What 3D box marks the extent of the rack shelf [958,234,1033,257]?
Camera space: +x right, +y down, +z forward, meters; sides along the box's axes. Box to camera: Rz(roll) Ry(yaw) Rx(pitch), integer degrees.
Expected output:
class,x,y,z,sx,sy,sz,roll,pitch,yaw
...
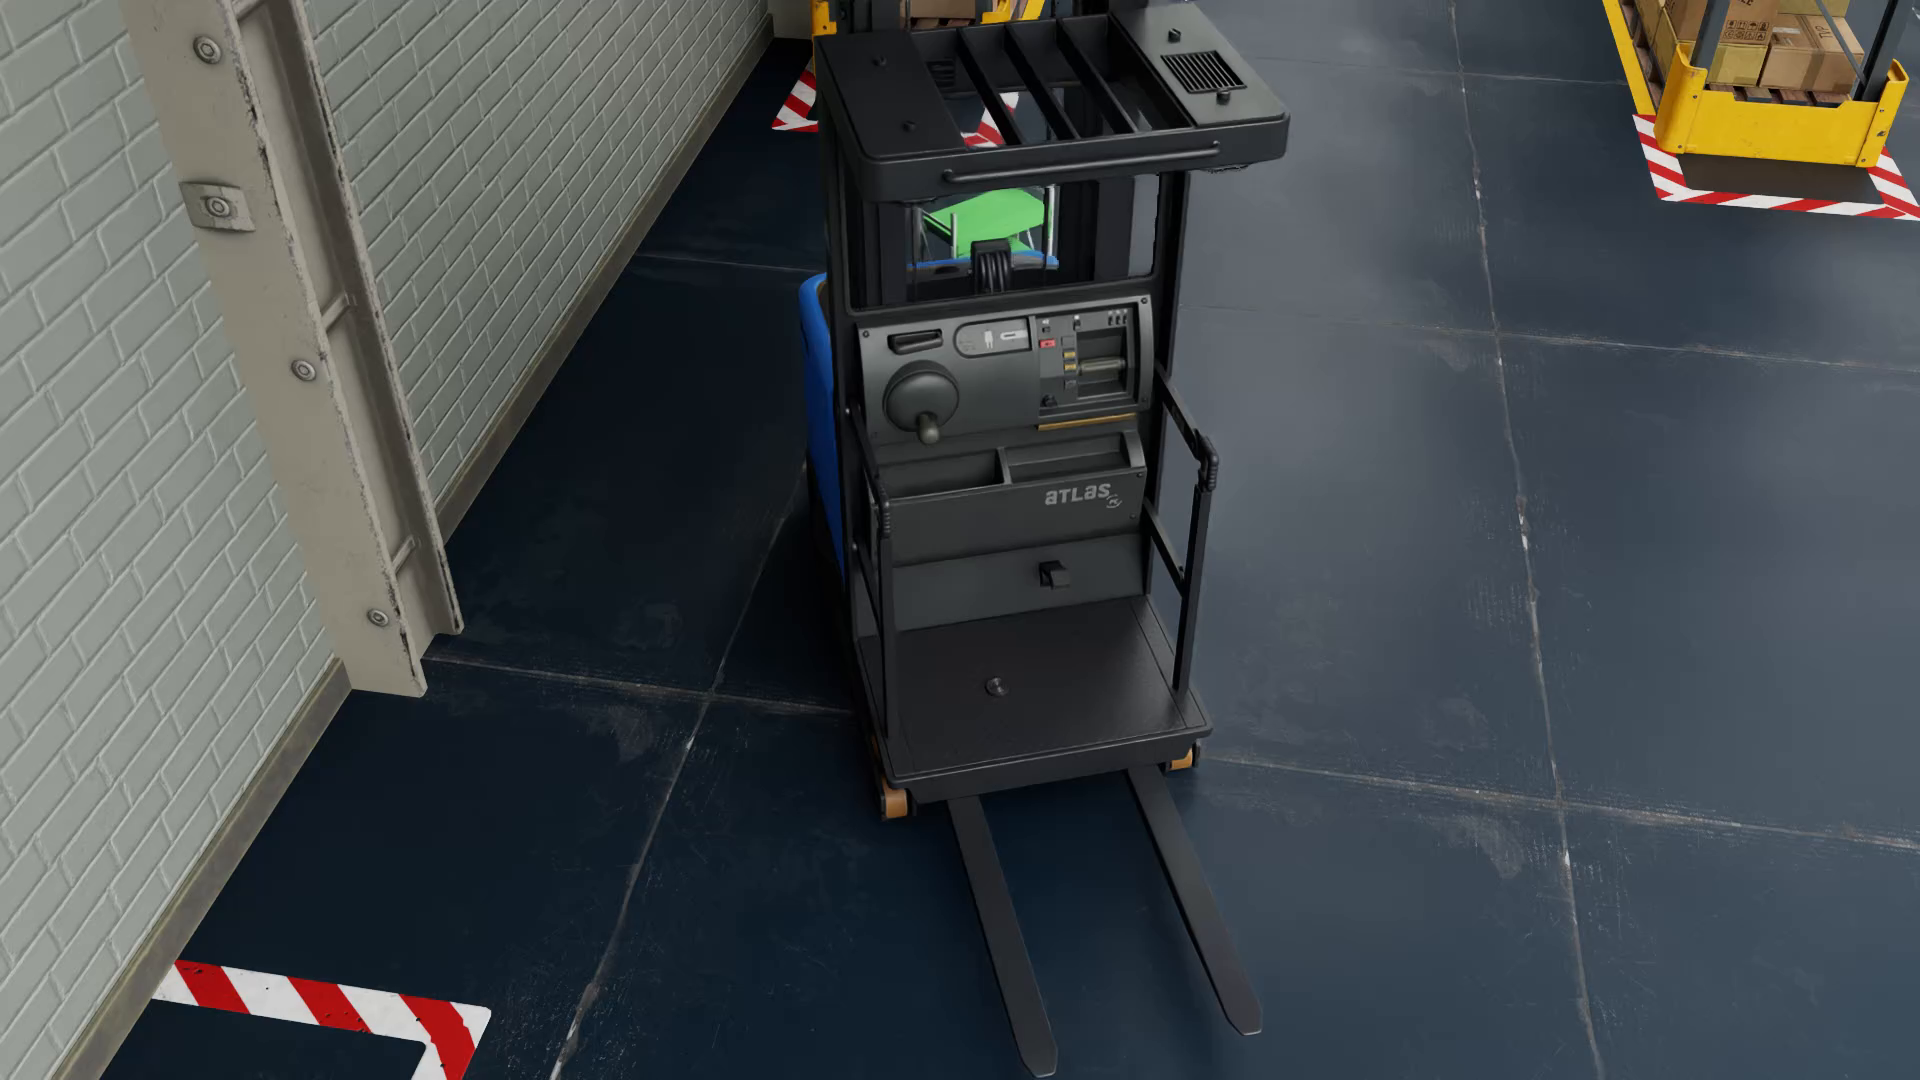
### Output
class,x,y,z,sx,sy,sz,roll,pitch,yaw
rack shelf,0.103,-1.080,6.837,0.480,0.148,0.258,-26,46,-28

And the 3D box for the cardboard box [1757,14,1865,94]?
class,x,y,z,sx,sy,sz,roll,pitch,yaw
cardboard box,4.883,-2.825,9.641,0.500,0.250,0.500,6,40,8

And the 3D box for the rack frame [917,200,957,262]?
class,x,y,z,sx,sy,sz,roll,pitch,yaw
rack frame,-0.092,-0.851,6.837,0.015,1.200,0.240,-26,46,-28

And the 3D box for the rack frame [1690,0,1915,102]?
class,x,y,z,sx,sy,sz,roll,pitch,yaw
rack frame,4.571,-3.411,8.521,1.000,3.000,0.127,6,40,8

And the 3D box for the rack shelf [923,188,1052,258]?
class,x,y,z,sx,sy,sz,roll,pitch,yaw
rack shelf,0.104,-1.264,6.684,0.480,0.148,0.258,-26,46,-28

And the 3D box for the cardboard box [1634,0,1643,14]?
class,x,y,z,sx,sy,sz,roll,pitch,yaw
cardboard box,4.532,-3.511,10.471,0.500,0.250,0.500,6,40,8

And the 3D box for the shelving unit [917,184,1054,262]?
class,x,y,z,sx,sy,sz,roll,pitch,yaw
shelving unit,0.103,-0.945,6.950,0.503,1.200,0.258,-26,46,-28

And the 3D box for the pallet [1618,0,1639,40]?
class,x,y,z,sx,sy,sz,roll,pitch,yaw
pallet,4.875,-3.584,10.919,1.003,0.211,1.213,6,40,8

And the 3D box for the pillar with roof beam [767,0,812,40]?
class,x,y,z,sx,sy,sz,roll,pitch,yaw
pillar with roof beam,3.200,-6.327,7.340,9.100,9.000,0.400,6,40,8

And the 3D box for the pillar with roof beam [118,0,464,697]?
class,x,y,z,sx,sy,sz,roll,pitch,yaw
pillar with roof beam,2.162,-2.561,2.786,9.100,9.000,0.400,6,40,8

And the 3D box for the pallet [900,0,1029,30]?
class,x,y,z,sx,sy,sz,roll,pitch,yaw
pallet,-0.120,-3.434,10.737,1.003,0.211,1.213,6,40,8

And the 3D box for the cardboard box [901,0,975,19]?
class,x,y,z,sx,sy,sz,roll,pitch,yaw
cardboard box,-0.100,-3.512,10.409,0.500,0.311,0.500,2,40,3

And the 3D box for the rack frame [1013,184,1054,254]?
class,x,y,z,sx,sy,sz,roll,pitch,yaw
rack frame,0.298,-1.038,7.063,0.015,1.200,0.240,-26,46,-28

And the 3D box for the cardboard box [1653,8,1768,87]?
class,x,y,z,sx,sy,sz,roll,pitch,yaw
cardboard box,4.373,-2.882,9.710,0.500,0.250,0.500,6,40,8

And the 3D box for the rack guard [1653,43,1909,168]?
class,x,y,z,sx,sy,sz,roll,pitch,yaw
rack guard,4.567,-2.432,9.300,1.175,0.500,0.348,6,40,8

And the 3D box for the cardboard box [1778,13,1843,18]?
class,x,y,z,sx,sy,sz,roll,pitch,yaw
cardboard box,4.966,-3.139,10.021,0.500,0.250,0.500,6,40,8

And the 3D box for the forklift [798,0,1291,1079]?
class,x,y,z,sx,sy,sz,roll,pitch,yaw
forklift,0.199,-0.457,5.003,1.130,2.935,3.031,-8,40,-10

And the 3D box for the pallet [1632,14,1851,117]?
class,x,y,z,sx,sy,sz,roll,pitch,yaw
pallet,4.662,-2.821,9.996,1.003,0.211,1.213,6,40,8

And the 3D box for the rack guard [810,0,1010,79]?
class,x,y,z,sx,sy,sz,roll,pitch,yaw
rack guard,-0.296,-3.039,10.033,1.175,0.500,0.348,6,40,8

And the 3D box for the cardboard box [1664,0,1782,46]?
class,x,y,z,sx,sy,sz,roll,pitch,yaw
cardboard box,4.371,-3.171,9.472,0.500,0.500,0.500,6,40,8

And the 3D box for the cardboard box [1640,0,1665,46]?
class,x,y,z,sx,sy,sz,roll,pitch,yaw
cardboard box,4.447,-3.197,10.091,0.500,0.250,0.500,6,40,8

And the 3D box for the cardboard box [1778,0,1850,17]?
class,x,y,z,sx,sy,sz,roll,pitch,yaw
cardboard box,4.967,-3.428,9.782,0.500,0.500,0.500,6,40,8

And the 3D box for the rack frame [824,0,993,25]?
class,x,y,z,sx,sy,sz,roll,pitch,yaw
rack frame,-0.309,-3.955,9.179,1.000,3.000,0.127,6,40,8
